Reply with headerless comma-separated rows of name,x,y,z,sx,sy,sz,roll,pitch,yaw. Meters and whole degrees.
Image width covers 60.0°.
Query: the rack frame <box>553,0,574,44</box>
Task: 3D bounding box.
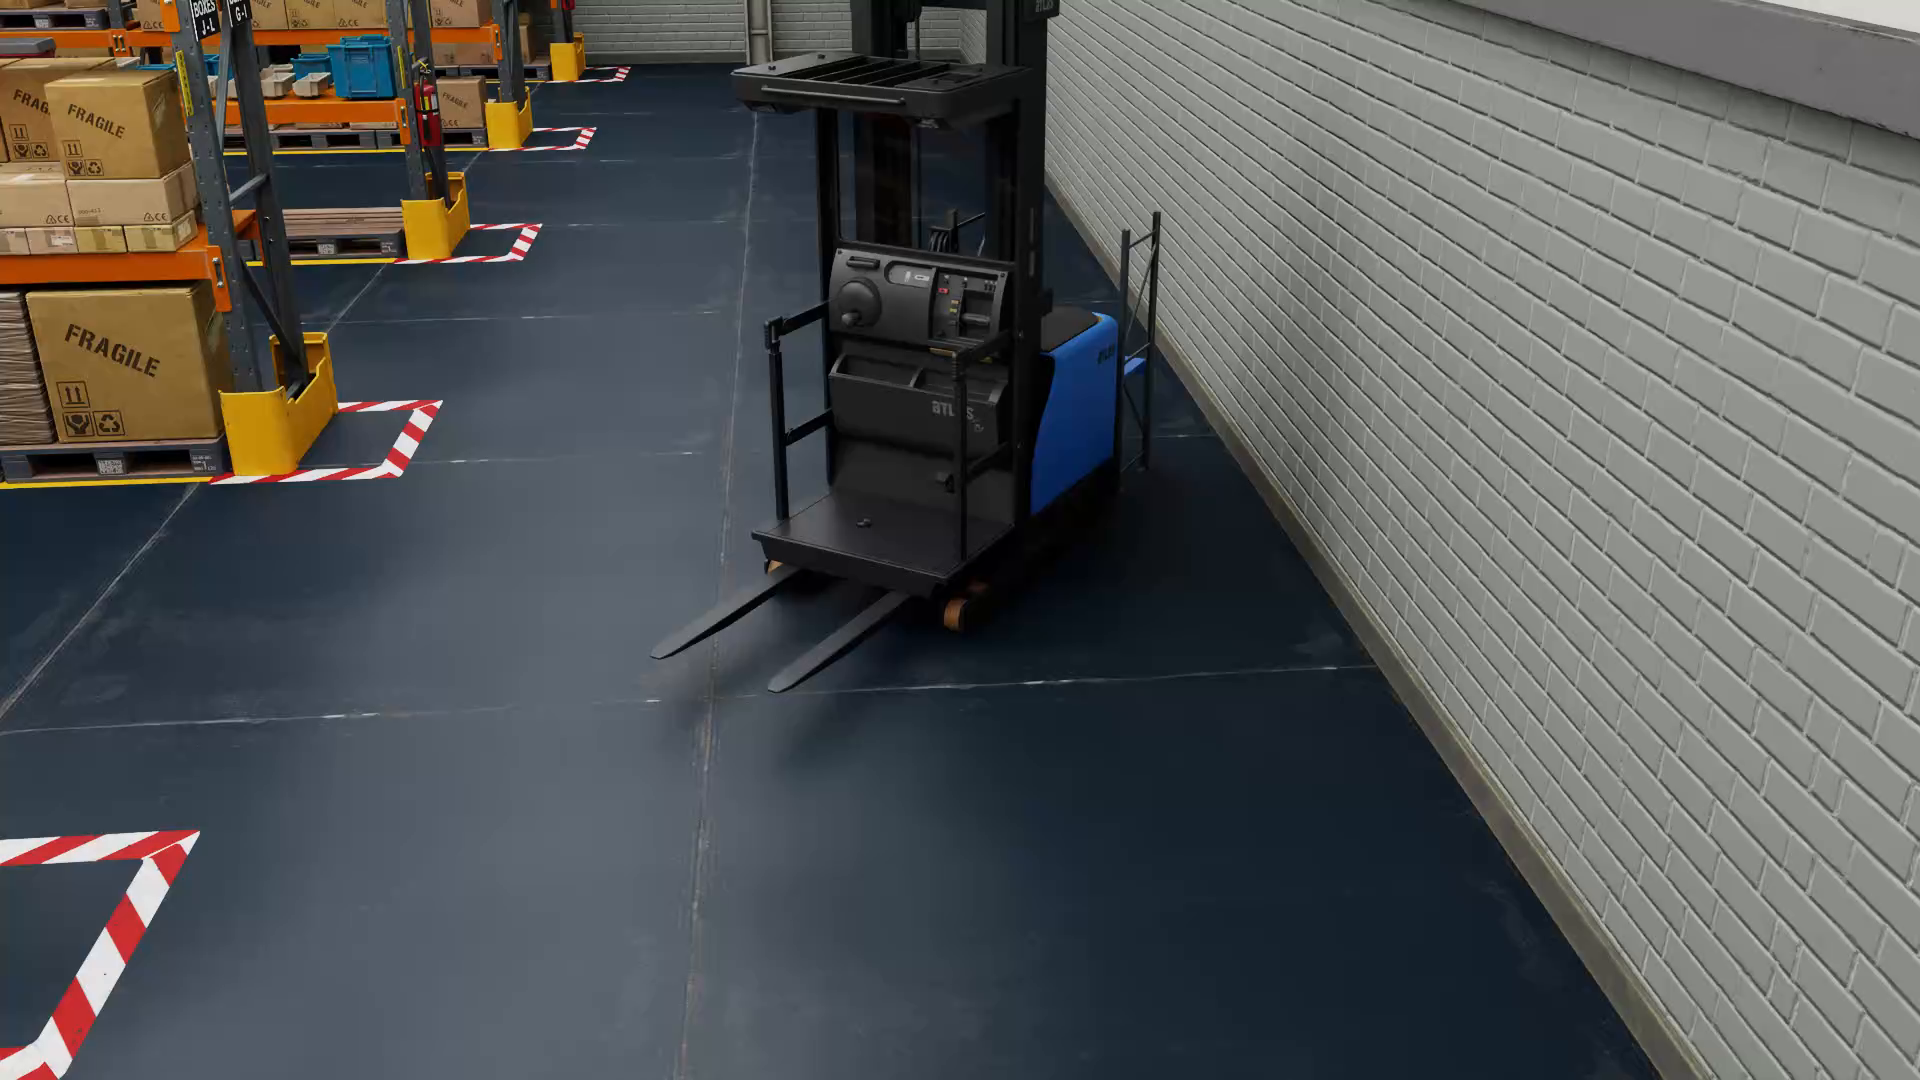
rack frame,-5.566,-7.983,23.018,0.127,3.000,1.000,-2,24,-5

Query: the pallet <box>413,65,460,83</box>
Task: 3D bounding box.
pallet,-7.565,-6.598,23.334,1.213,0.211,1.003,-2,24,-5

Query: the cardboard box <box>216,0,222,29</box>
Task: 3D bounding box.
cardboard box,-8.013,-5.799,17.981,0.500,0.500,0.500,-2,24,-4

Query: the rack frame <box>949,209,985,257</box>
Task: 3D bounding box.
rack frame,0.067,-1.211,9.628,0.032,1.500,0.500,12,26,24

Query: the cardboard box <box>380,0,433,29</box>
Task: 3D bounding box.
cardboard box,-6.010,-5.877,18.155,0.500,0.500,0.500,-2,24,-5

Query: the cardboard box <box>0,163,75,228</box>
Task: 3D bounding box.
cardboard box,-5.066,-1.898,9.145,0.500,0.250,0.500,-3,24,-6

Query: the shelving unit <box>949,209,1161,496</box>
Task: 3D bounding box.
shelving unit,0.521,-1.118,9.418,1.048,1.500,0.538,12,26,24

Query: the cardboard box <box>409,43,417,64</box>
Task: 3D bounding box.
cardboard box,-7.781,-6.900,23.141,0.500,0.500,0.700,-2,24,-4

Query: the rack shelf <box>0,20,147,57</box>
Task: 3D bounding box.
rack shelf,-11.046,-5.413,18.121,4.000,0.370,1.077,-2,24,-5

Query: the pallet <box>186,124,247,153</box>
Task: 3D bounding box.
pallet,-8.372,-4.574,18.781,1.213,0.211,1.003,-2,24,-5

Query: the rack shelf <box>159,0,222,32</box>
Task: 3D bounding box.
rack shelf,-6.096,-2.939,8.862,4.000,0.370,1.077,-2,24,-5

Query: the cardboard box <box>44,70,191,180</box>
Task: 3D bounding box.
cardboard box,-4.564,-2.261,9.039,0.500,0.500,0.500,-2,24,-4

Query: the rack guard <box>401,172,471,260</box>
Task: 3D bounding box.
rack guard,-4.570,-2.843,14.530,0.348,0.500,1.175,-2,24,-5

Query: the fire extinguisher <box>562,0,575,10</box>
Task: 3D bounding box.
fire extinguisher,-5.370,-7.597,22.703,0.183,0.674,0.296,-2,24,-5

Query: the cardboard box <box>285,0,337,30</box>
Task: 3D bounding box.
cardboard box,-7.009,-5.839,18.071,0.500,0.500,0.500,-3,24,-6

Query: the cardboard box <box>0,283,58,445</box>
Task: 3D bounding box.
cardboard box,-5.640,-1.104,9.639,0.875,0.875,0.875,-2,24,-5

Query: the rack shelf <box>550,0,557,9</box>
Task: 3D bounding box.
rack shelf,-7.556,-7.575,22.984,4.000,0.370,1.077,-2,24,-5

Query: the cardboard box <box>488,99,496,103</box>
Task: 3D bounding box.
cardboard box,-5.526,-5.002,19.278,0.250,0.149,0.380,-2,24,-5

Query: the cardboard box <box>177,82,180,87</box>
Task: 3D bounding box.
cardboard box,-8.517,-5.018,18.882,0.500,0.500,0.500,-2,24,-5

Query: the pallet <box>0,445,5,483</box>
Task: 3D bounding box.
pallet,-6.105,-0.592,9.821,1.213,0.211,1.003,-2,24,-5

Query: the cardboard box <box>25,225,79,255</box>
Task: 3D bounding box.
cardboard box,-4.937,-1.694,9.177,0.250,0.149,0.380,-2,24,-5

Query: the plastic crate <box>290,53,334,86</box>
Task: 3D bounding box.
plastic crate,-5.525,-4.027,14.248,0.300,0.233,0.416,-2,24,-5

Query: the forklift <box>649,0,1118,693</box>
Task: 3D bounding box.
forklift,-0.304,-1.116,7.652,1.130,2.935,3.031,13,27,26

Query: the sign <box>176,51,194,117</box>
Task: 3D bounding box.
sign,-4.066,-2.394,8.726,0.005,0.325,0.100,-2,24,-5

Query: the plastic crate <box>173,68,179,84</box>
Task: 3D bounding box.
plastic crate,-6.869,-3.917,14.120,0.466,0.136,0.293,-2,24,-5

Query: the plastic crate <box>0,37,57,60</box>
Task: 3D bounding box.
plastic crate,-7.660,-3.810,13.476,0.583,0.464,0.402,-2,24,-5

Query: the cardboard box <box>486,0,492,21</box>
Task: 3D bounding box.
cardboard box,-5.543,-6.116,18.693,0.500,0.500,0.500,-2,24,-4

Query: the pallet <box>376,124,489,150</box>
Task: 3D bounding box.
pallet,-5.944,-4.671,19.000,1.213,0.211,1.003,-2,24,-5

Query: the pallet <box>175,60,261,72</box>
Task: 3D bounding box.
pallet,-10.307,-6.488,23.087,1.213,0.211,1.003,-2,24,-5

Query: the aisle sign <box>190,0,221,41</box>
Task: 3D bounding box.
aisle sign,-4.004,-3.046,8.710,0.004,0.787,0.394,-2,24,-5

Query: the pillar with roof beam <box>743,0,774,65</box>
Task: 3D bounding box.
pillar with roof beam,-2.541,-9.442,18.913,0.400,9.000,9.100,-2,24,-5

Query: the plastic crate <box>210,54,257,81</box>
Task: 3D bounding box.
plastic crate,-6.181,-4.000,14.189,0.300,0.233,0.416,-2,24,-5

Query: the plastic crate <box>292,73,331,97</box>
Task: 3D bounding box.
plastic crate,-5.386,-3.780,13.812,0.243,0.136,0.396,-2,24,-5

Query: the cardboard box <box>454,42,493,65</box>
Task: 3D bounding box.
cardboard box,-6.751,-6.944,23.241,0.500,0.500,0.700,-2,24,-5

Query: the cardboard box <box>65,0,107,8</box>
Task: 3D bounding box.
cardboard box,-9.549,-6.130,18.209,0.500,0.500,0.700,-11,26,-23

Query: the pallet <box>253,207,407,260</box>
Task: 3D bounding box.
pallet,-5.417,-2.687,14.536,1.213,0.211,1.003,-2,24,-5

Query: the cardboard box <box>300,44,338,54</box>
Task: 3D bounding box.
cardboard box,-8.792,-6.862,23.055,0.500,0.500,0.700,-2,24,-4

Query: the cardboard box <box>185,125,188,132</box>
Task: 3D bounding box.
cardboard box,-8.617,-4.723,18.452,0.500,0.311,0.500,-2,24,-5

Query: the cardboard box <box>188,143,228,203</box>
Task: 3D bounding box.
cardboard box,-4.610,-2.134,9.677,0.500,0.250,0.500,-3,24,-7

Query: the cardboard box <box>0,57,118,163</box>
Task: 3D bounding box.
cardboard box,-5.107,-2.457,9.480,0.500,0.500,0.500,-3,24,-6

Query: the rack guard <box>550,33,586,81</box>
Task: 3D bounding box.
rack guard,-5.542,-6.842,23.528,0.348,0.500,1.175,-2,24,-5

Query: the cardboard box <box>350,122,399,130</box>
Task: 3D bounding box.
cardboard box,-6.541,-4.779,18.652,0.500,0.250,0.500,-2,24,-5

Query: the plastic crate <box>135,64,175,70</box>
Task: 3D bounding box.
plastic crate,-6.611,-3.744,13.613,0.300,0.233,0.416,-2,24,-5

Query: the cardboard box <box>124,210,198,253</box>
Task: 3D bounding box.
cardboard box,-4.427,-1.715,9.224,0.250,0.149,0.380,-2,24,-4

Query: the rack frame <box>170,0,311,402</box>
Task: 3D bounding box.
rack frame,-4.105,-1.977,9.504,0.127,3.000,1.000,-2,24,-5

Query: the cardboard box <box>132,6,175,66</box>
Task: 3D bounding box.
cardboard box,-11.065,-6.918,22.751,0.750,0.750,0.750,-2,24,-4

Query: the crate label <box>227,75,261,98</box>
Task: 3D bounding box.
crate label,-5.951,-3.753,13.752,0.243,0.136,0.396,-2,24,-5

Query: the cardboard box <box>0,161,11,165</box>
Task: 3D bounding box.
cardboard box,-5.627,-2.092,9.582,0.500,0.250,0.500,-3,24,-7

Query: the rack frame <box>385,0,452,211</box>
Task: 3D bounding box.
rack frame,-4.592,-3.979,14.008,0.127,3.000,1.000,-2,24,-5
